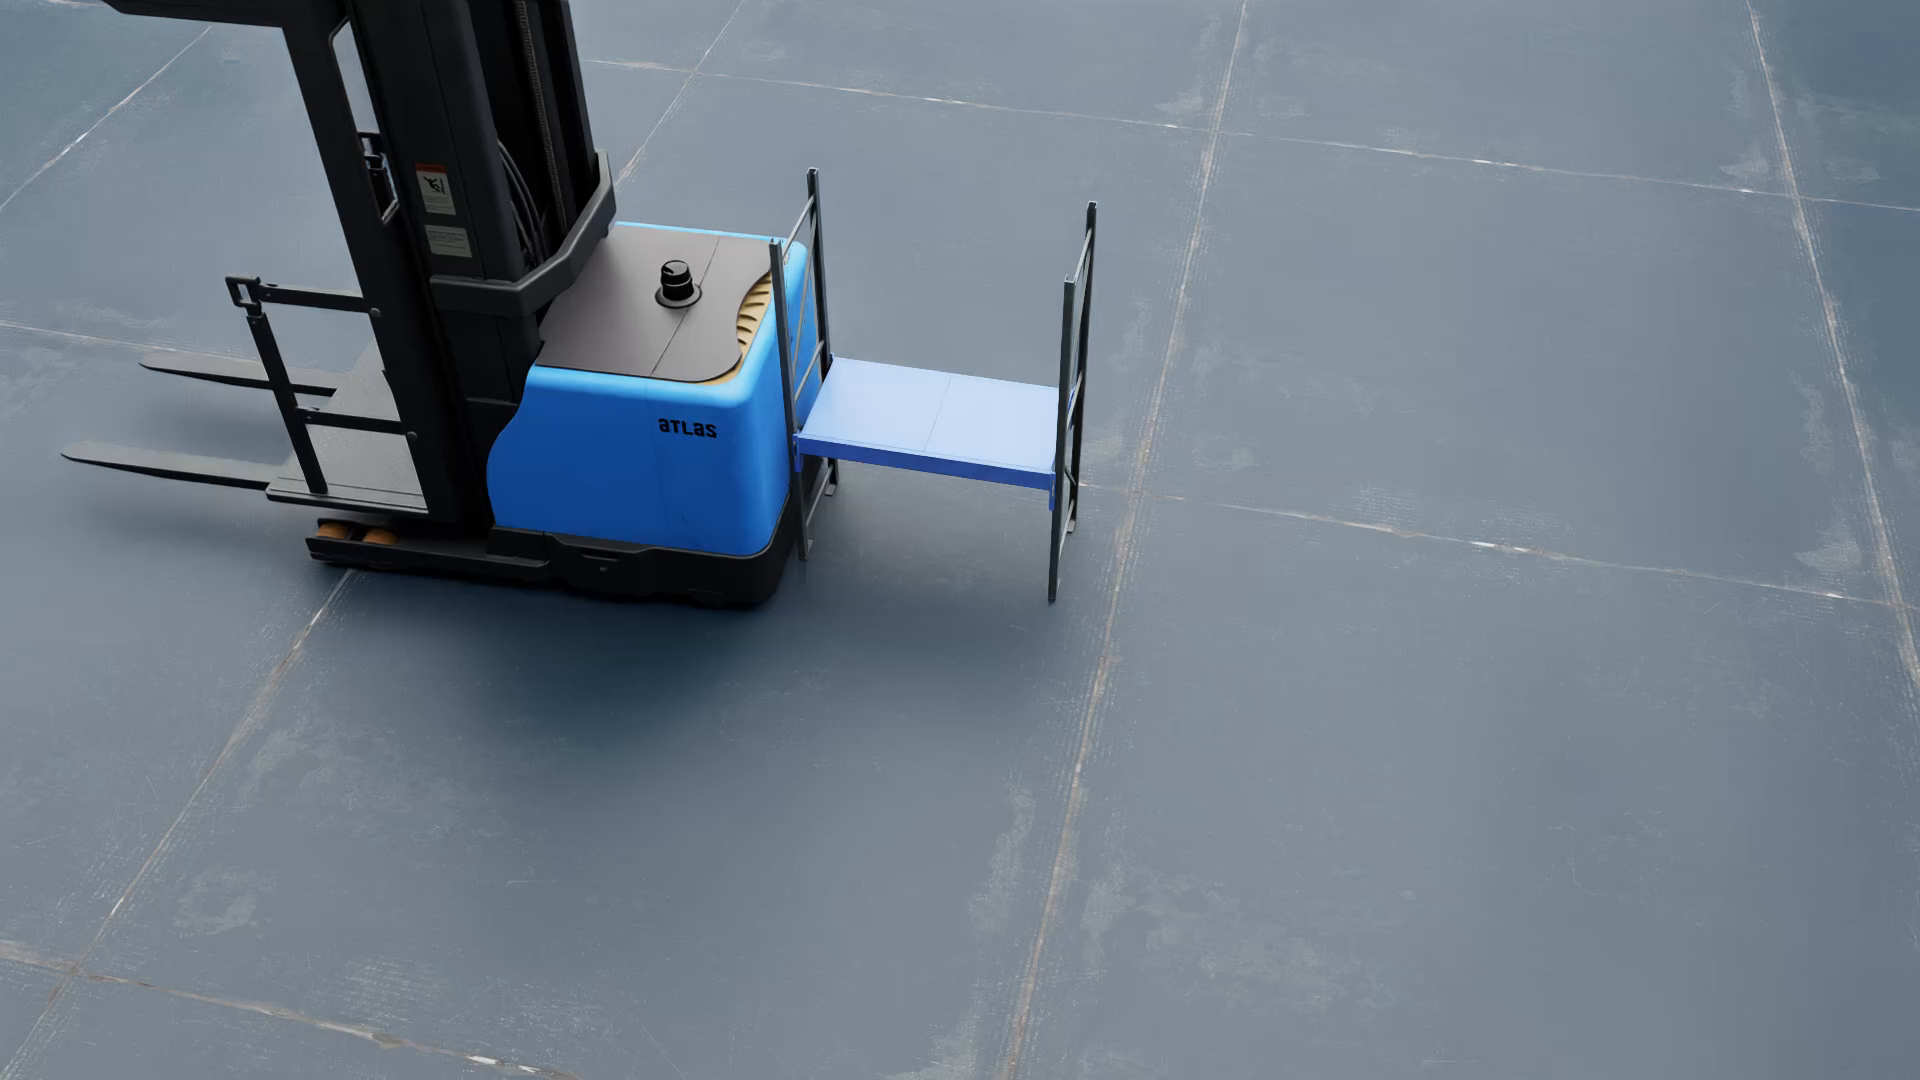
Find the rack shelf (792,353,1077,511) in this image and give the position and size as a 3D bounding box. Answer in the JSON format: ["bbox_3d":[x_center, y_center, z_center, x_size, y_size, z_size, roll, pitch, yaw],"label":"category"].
[{"bbox_3d":[-0.083,-0.424,6.368,1.000,0.185,0.538,9,45,9],"label":"rack shelf"}]

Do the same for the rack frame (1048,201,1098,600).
[{"bbox_3d":[0.413,-0.476,6.163,0.032,1.500,0.500,9,45,9],"label":"rack frame"}]

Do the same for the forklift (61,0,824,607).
[{"bbox_3d":[-2.129,-1.291,5.978,3.031,2.935,1.130,7,44,7],"label":"forklift"}]

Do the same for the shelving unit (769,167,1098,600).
[{"bbox_3d":[-0.083,-0.553,6.243,1.048,1.500,0.538,9,45,9],"label":"shelving unit"}]

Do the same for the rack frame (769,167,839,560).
[{"bbox_3d":[-0.579,-0.630,6.323,0.032,1.500,0.500,9,45,9],"label":"rack frame"}]
